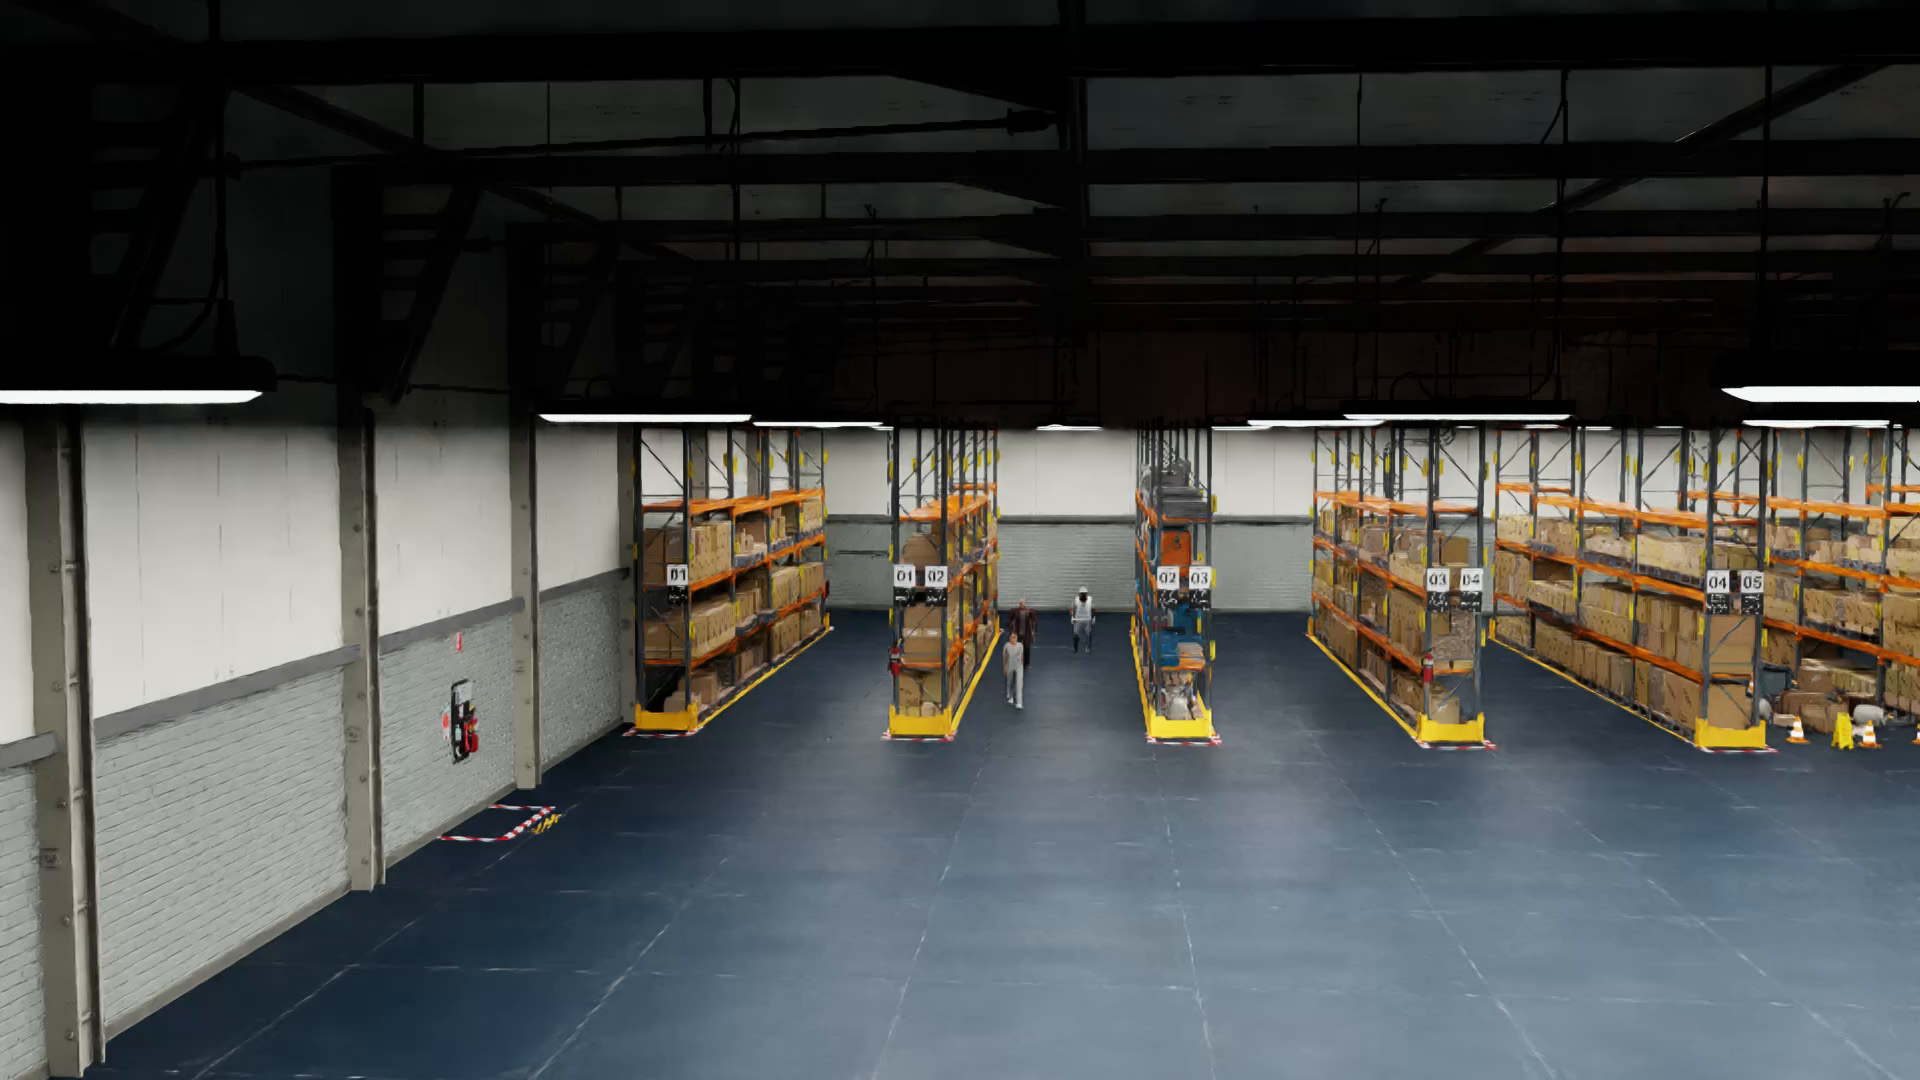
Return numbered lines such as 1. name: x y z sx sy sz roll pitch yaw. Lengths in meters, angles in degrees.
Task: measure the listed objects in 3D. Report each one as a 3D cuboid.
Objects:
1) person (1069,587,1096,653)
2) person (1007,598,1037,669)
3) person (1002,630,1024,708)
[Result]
1. person: 3.169 2.064 42.915 0.702 1.734 0.549 0 4 3
2. person: 1.494 2.340 40.117 0.729 1.540 0.546 0 4 3
3. person: 1.104 2.650 34.527 0.449 1.586 1.099 0 4 2
